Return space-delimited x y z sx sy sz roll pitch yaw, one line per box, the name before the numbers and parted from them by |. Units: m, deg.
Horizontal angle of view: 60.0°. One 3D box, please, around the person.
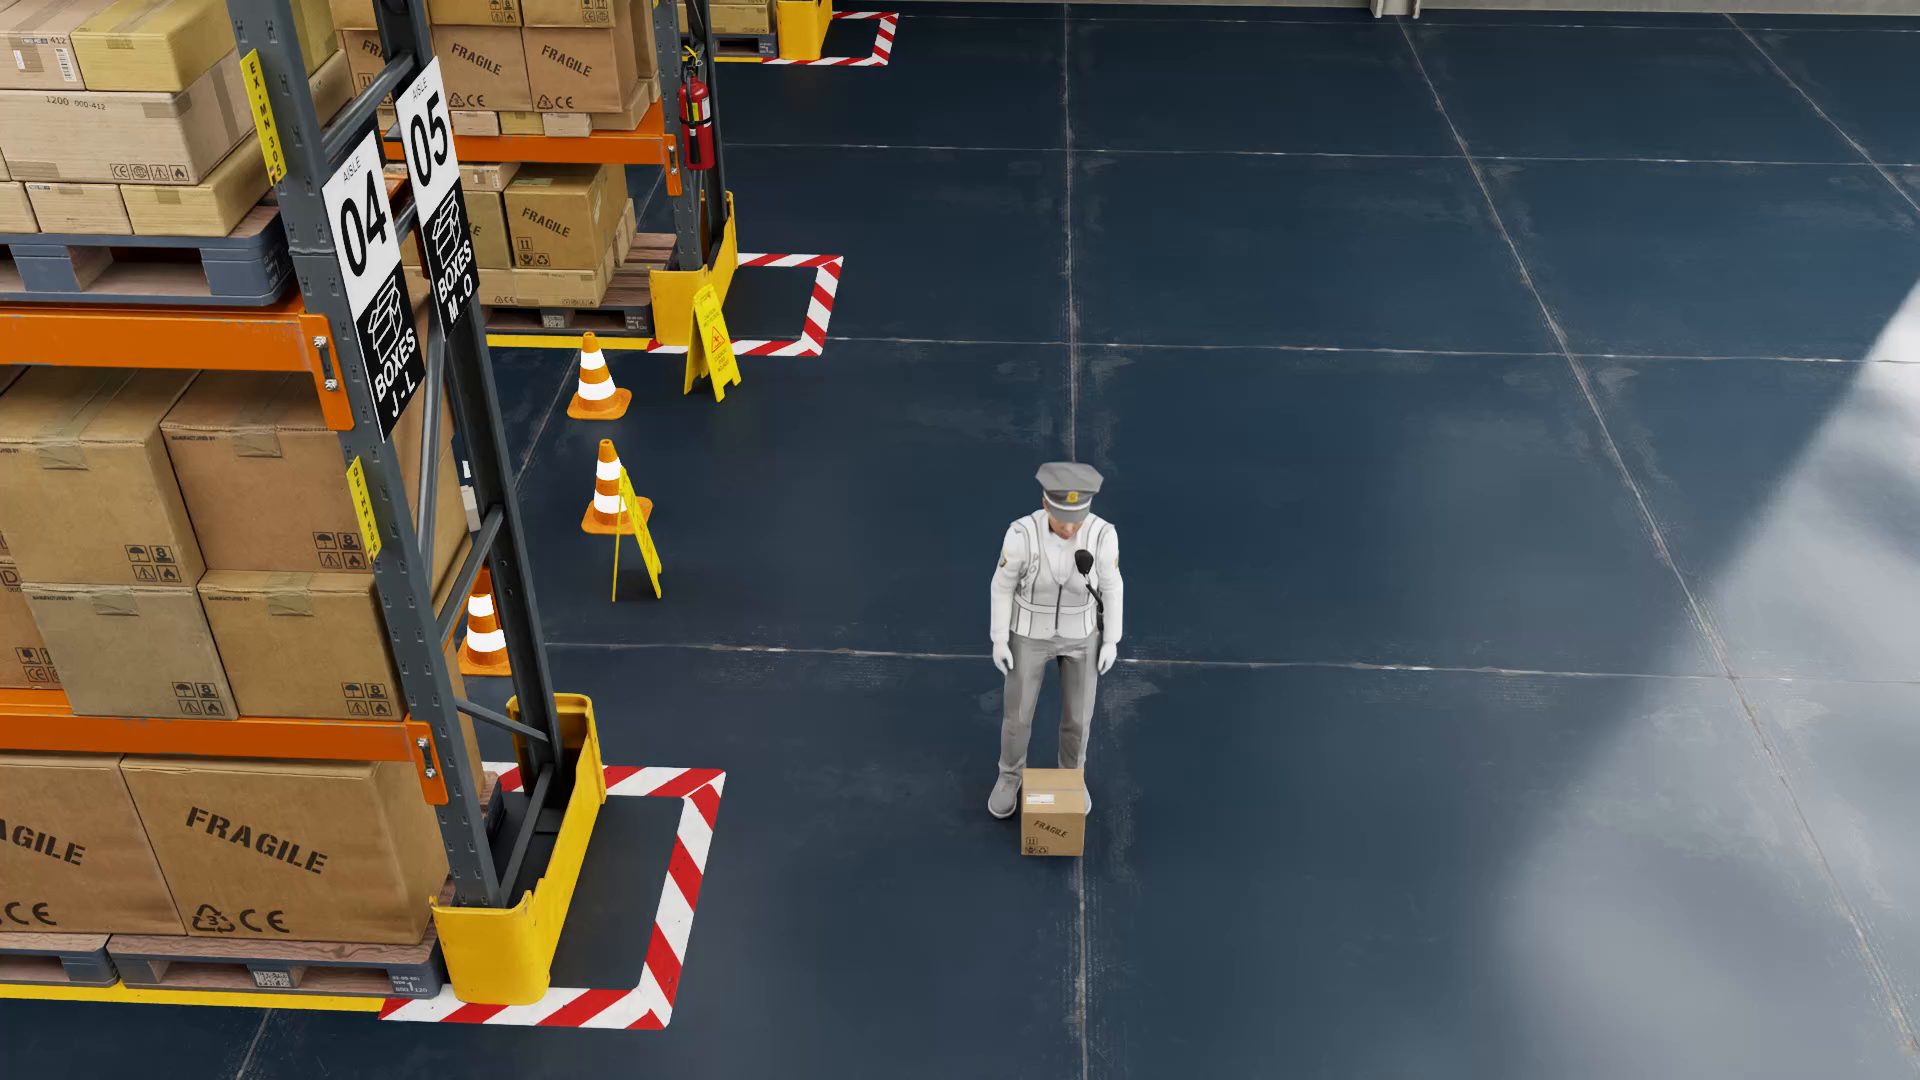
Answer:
person | 0.378 0.395 6.568 0.520 1.661 0.370 0 36 0
